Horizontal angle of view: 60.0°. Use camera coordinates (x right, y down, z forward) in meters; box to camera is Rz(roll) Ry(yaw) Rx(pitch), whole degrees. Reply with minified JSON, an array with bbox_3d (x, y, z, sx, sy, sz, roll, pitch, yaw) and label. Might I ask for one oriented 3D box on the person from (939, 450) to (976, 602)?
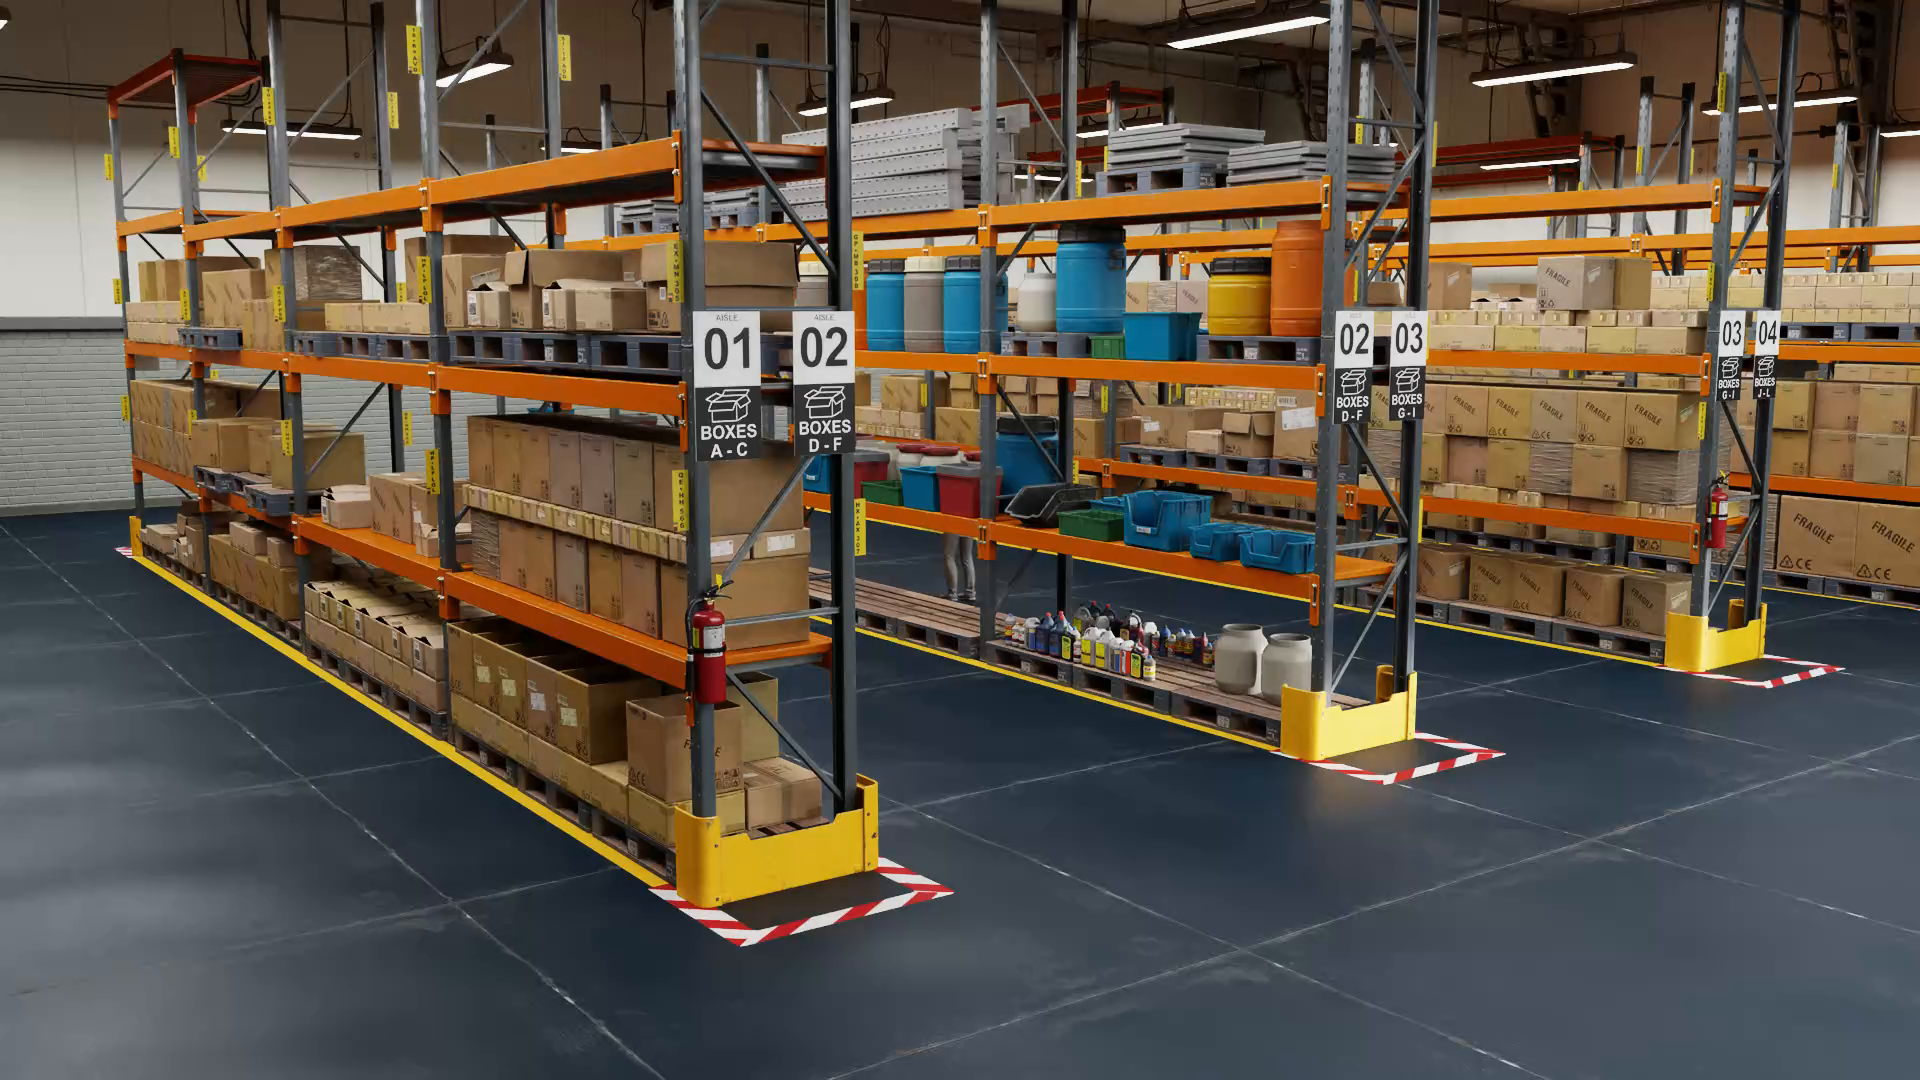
[{"bbox_3d":[-0.045,-0.162,18.393,0.459,1.686,0.555,-6,10,-35],"label":"person"}]
